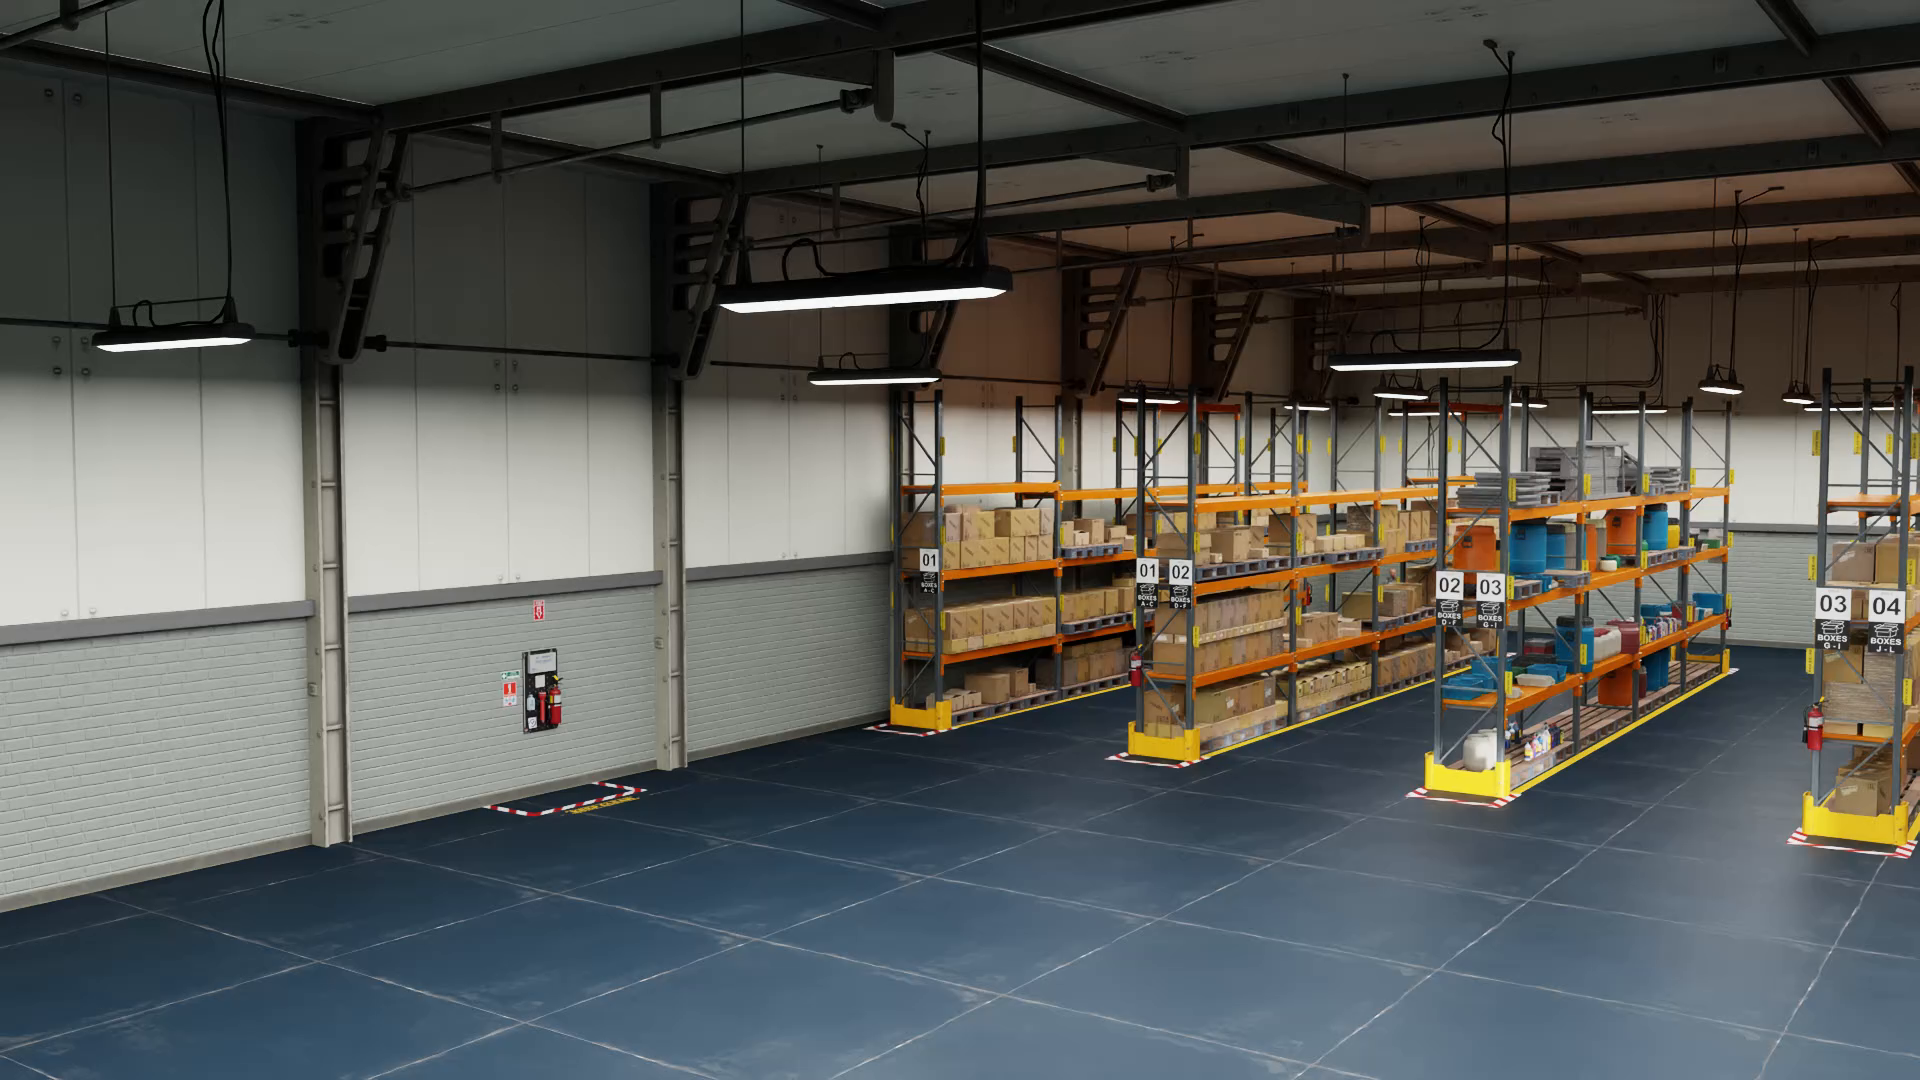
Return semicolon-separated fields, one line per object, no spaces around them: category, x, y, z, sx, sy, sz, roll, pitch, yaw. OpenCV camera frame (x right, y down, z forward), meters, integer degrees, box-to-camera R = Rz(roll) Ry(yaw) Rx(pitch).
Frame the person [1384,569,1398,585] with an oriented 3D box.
person;11.728;1.614;45.090;0.528;1.694;0.855;-1;3;-15
